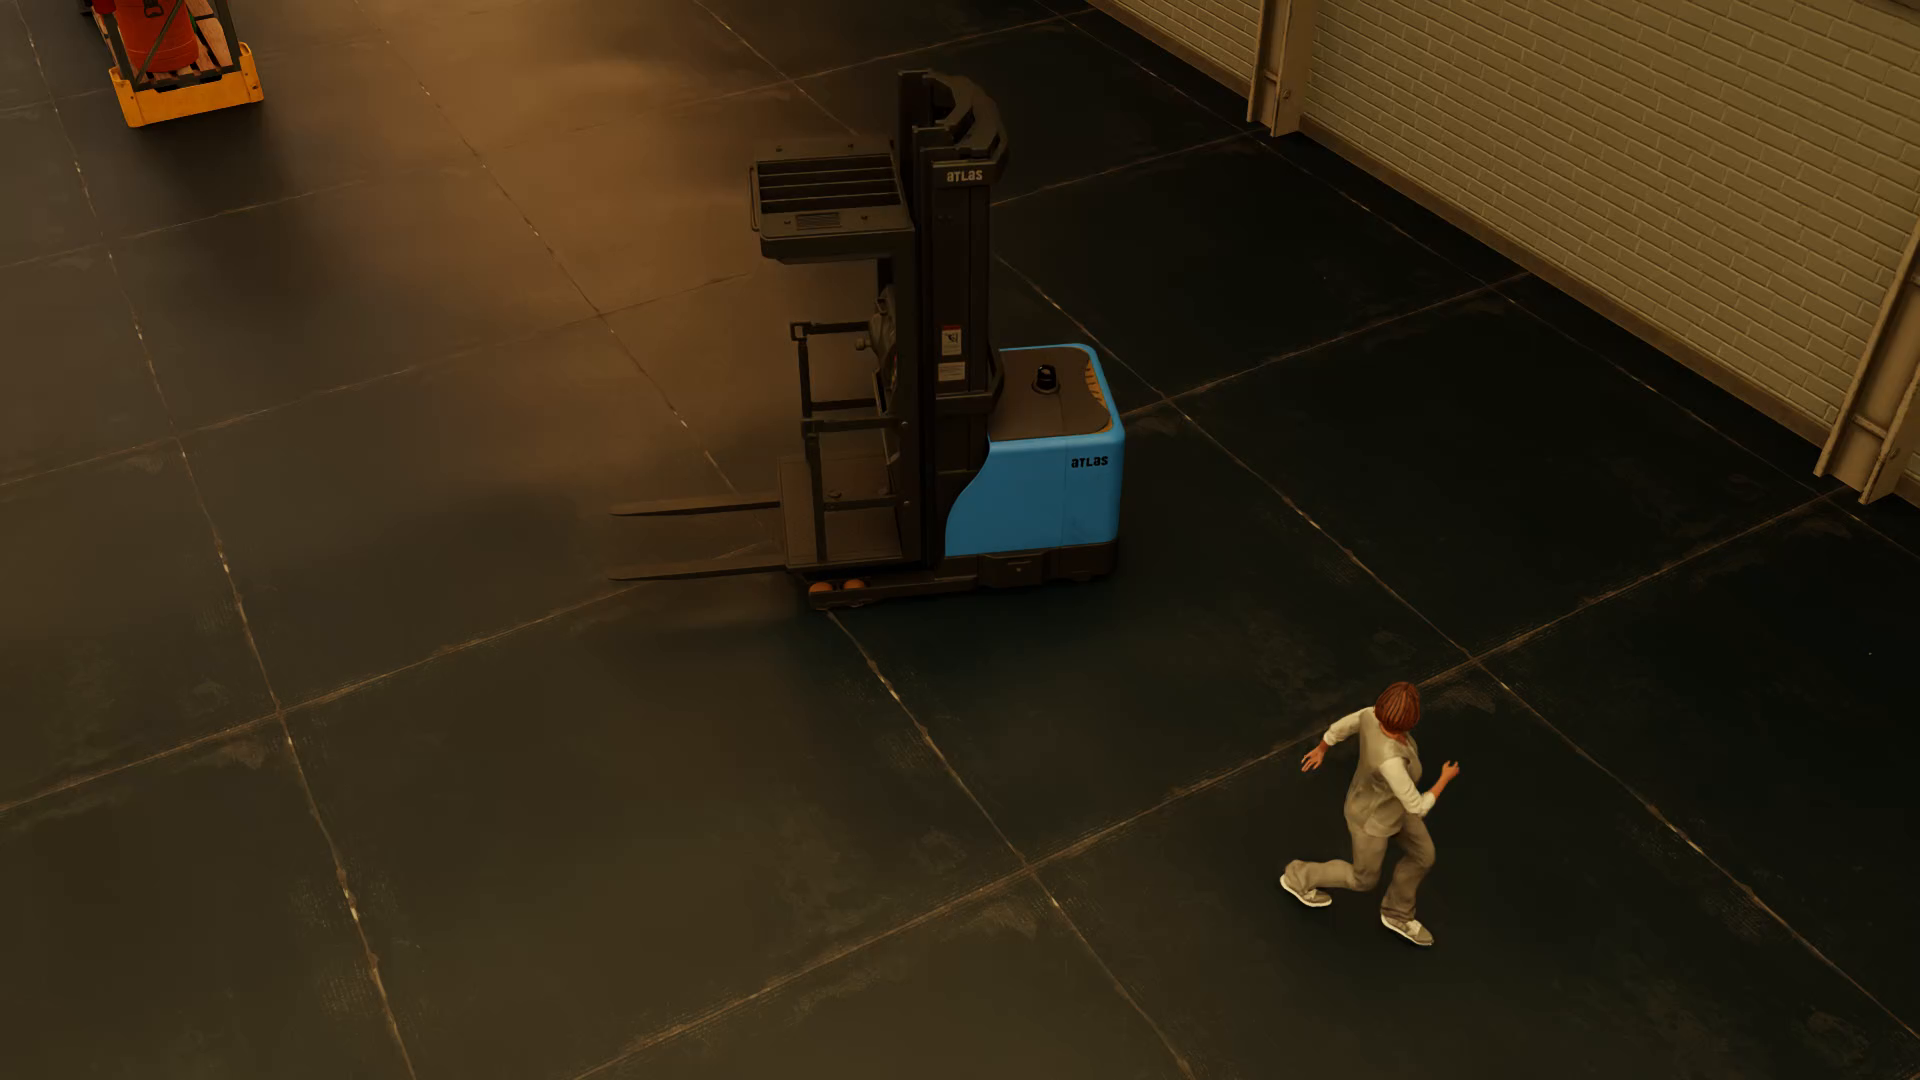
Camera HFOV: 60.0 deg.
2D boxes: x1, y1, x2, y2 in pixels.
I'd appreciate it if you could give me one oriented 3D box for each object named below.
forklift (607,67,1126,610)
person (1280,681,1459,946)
[{"bbox_3d":[-0.604,-1.075,9.332,3.031,2.935,1.130,-5,40,-6],"label":"forklift"},{"bbox_3d":[1.934,1.234,7.684,0.794,1.520,0.438,14,42,16],"label":"person"}]
